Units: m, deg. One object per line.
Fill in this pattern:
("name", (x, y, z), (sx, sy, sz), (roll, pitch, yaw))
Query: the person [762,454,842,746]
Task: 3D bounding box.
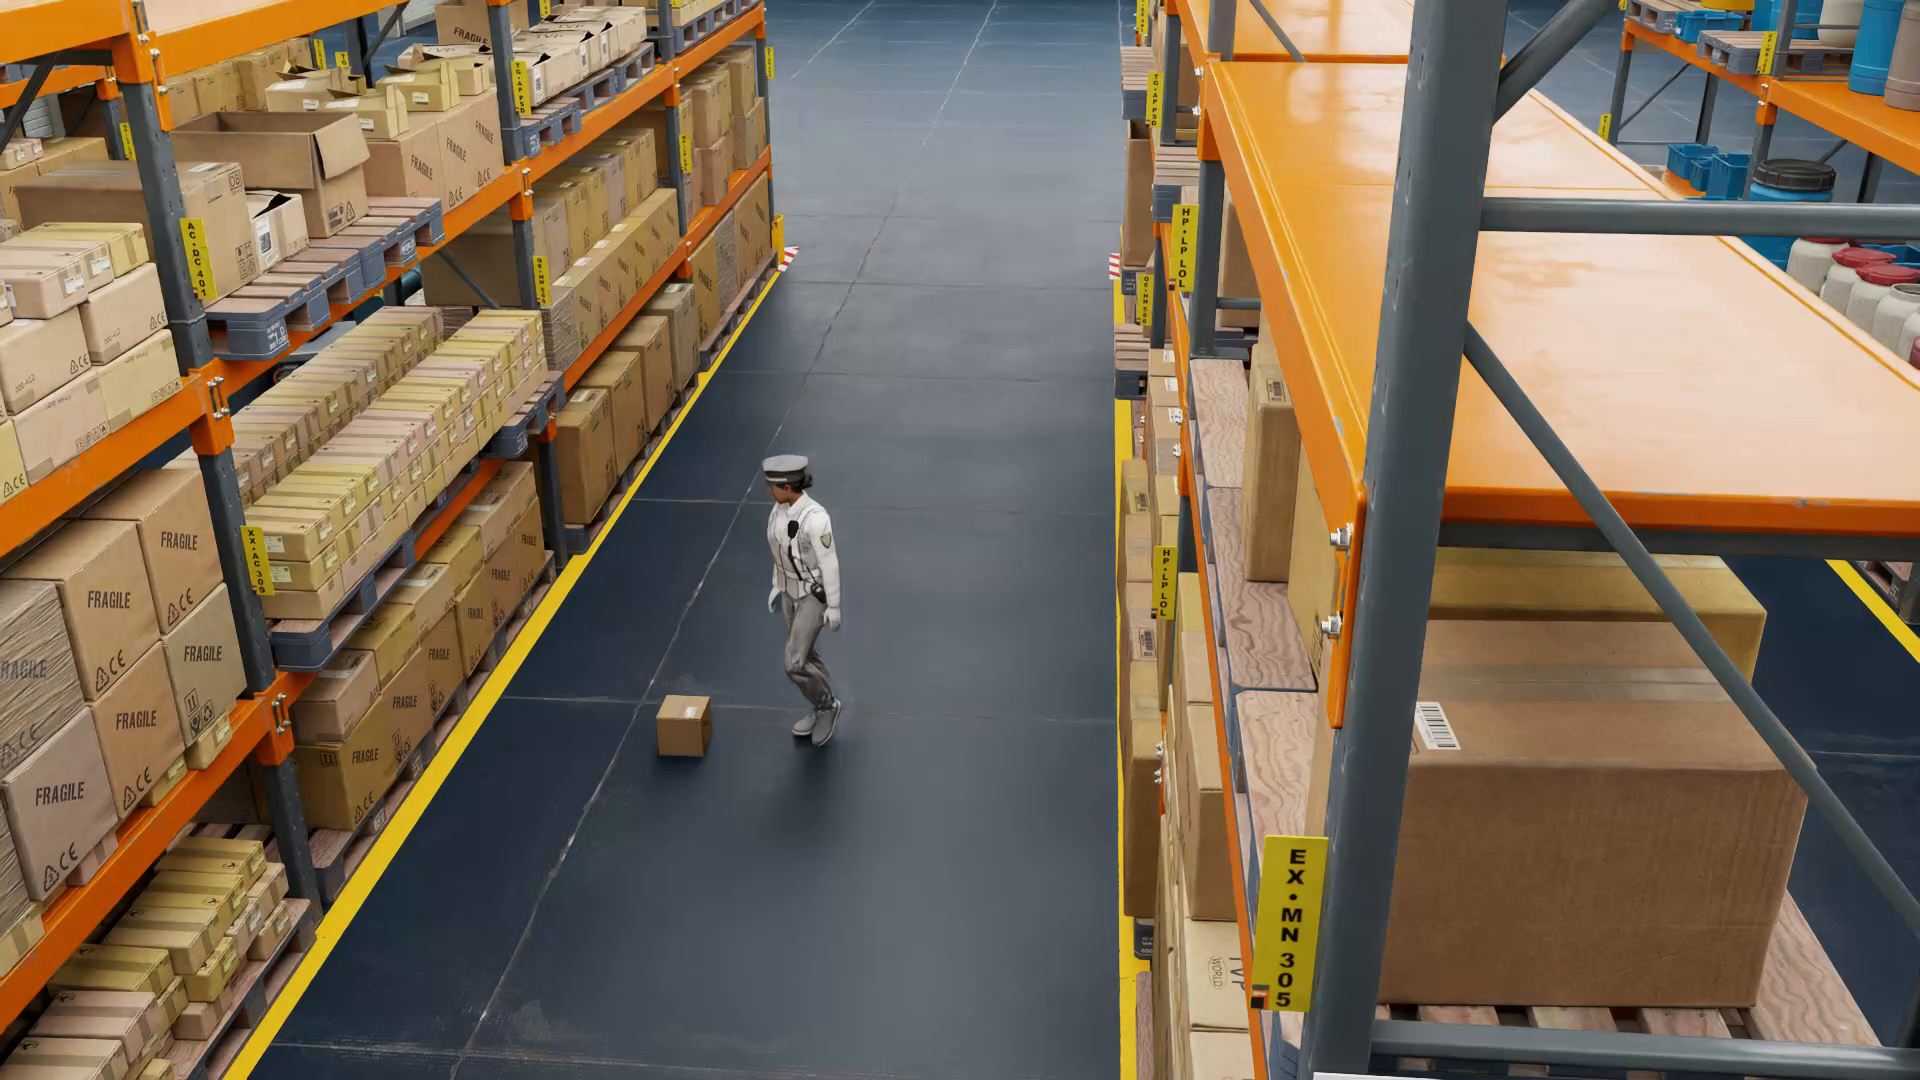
("person", (-0.892, 0.341, 9.236), (0.404, 1.695, 0.540), (-18, 30, -33))
